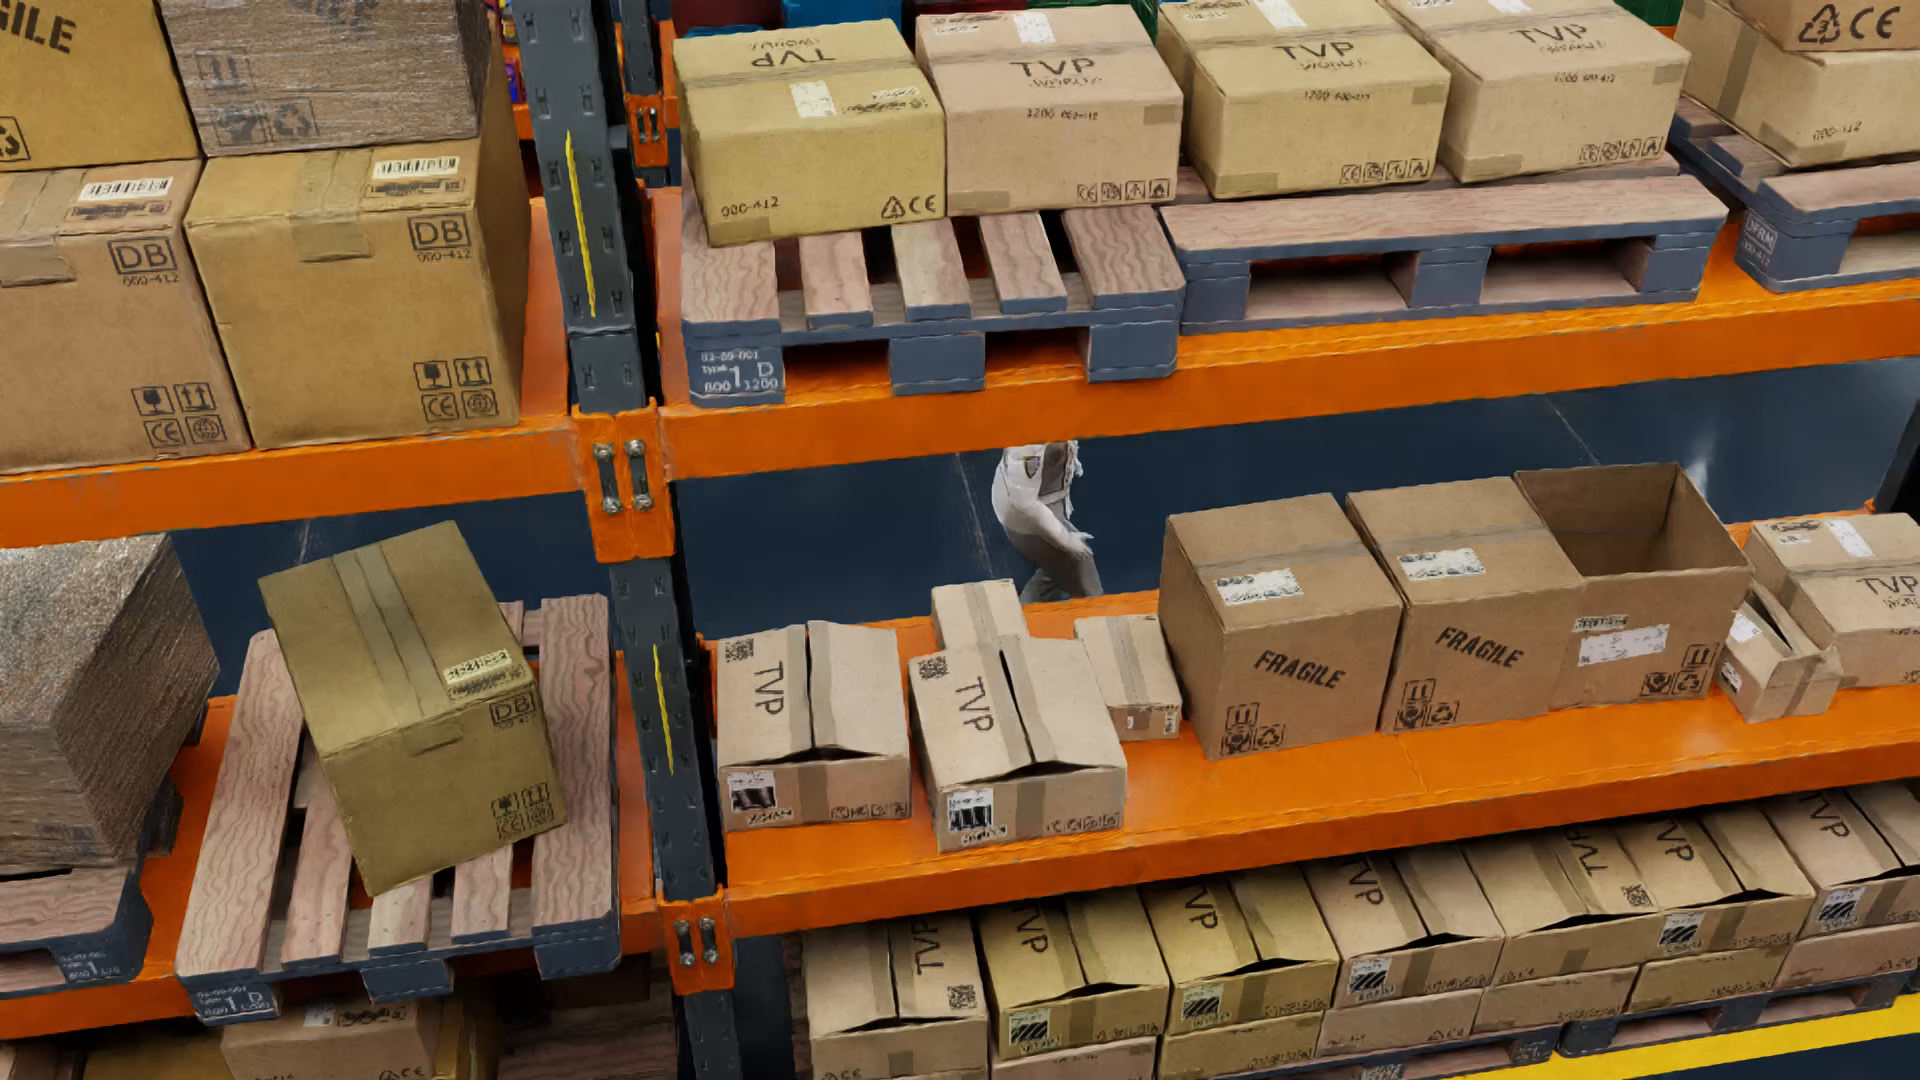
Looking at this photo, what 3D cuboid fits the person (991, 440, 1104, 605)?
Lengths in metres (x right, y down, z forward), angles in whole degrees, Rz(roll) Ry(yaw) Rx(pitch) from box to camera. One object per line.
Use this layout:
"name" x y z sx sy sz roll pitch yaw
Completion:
"person" 0.320 -0.125 6.322 0.427 1.680 0.650 -6 39 -8
